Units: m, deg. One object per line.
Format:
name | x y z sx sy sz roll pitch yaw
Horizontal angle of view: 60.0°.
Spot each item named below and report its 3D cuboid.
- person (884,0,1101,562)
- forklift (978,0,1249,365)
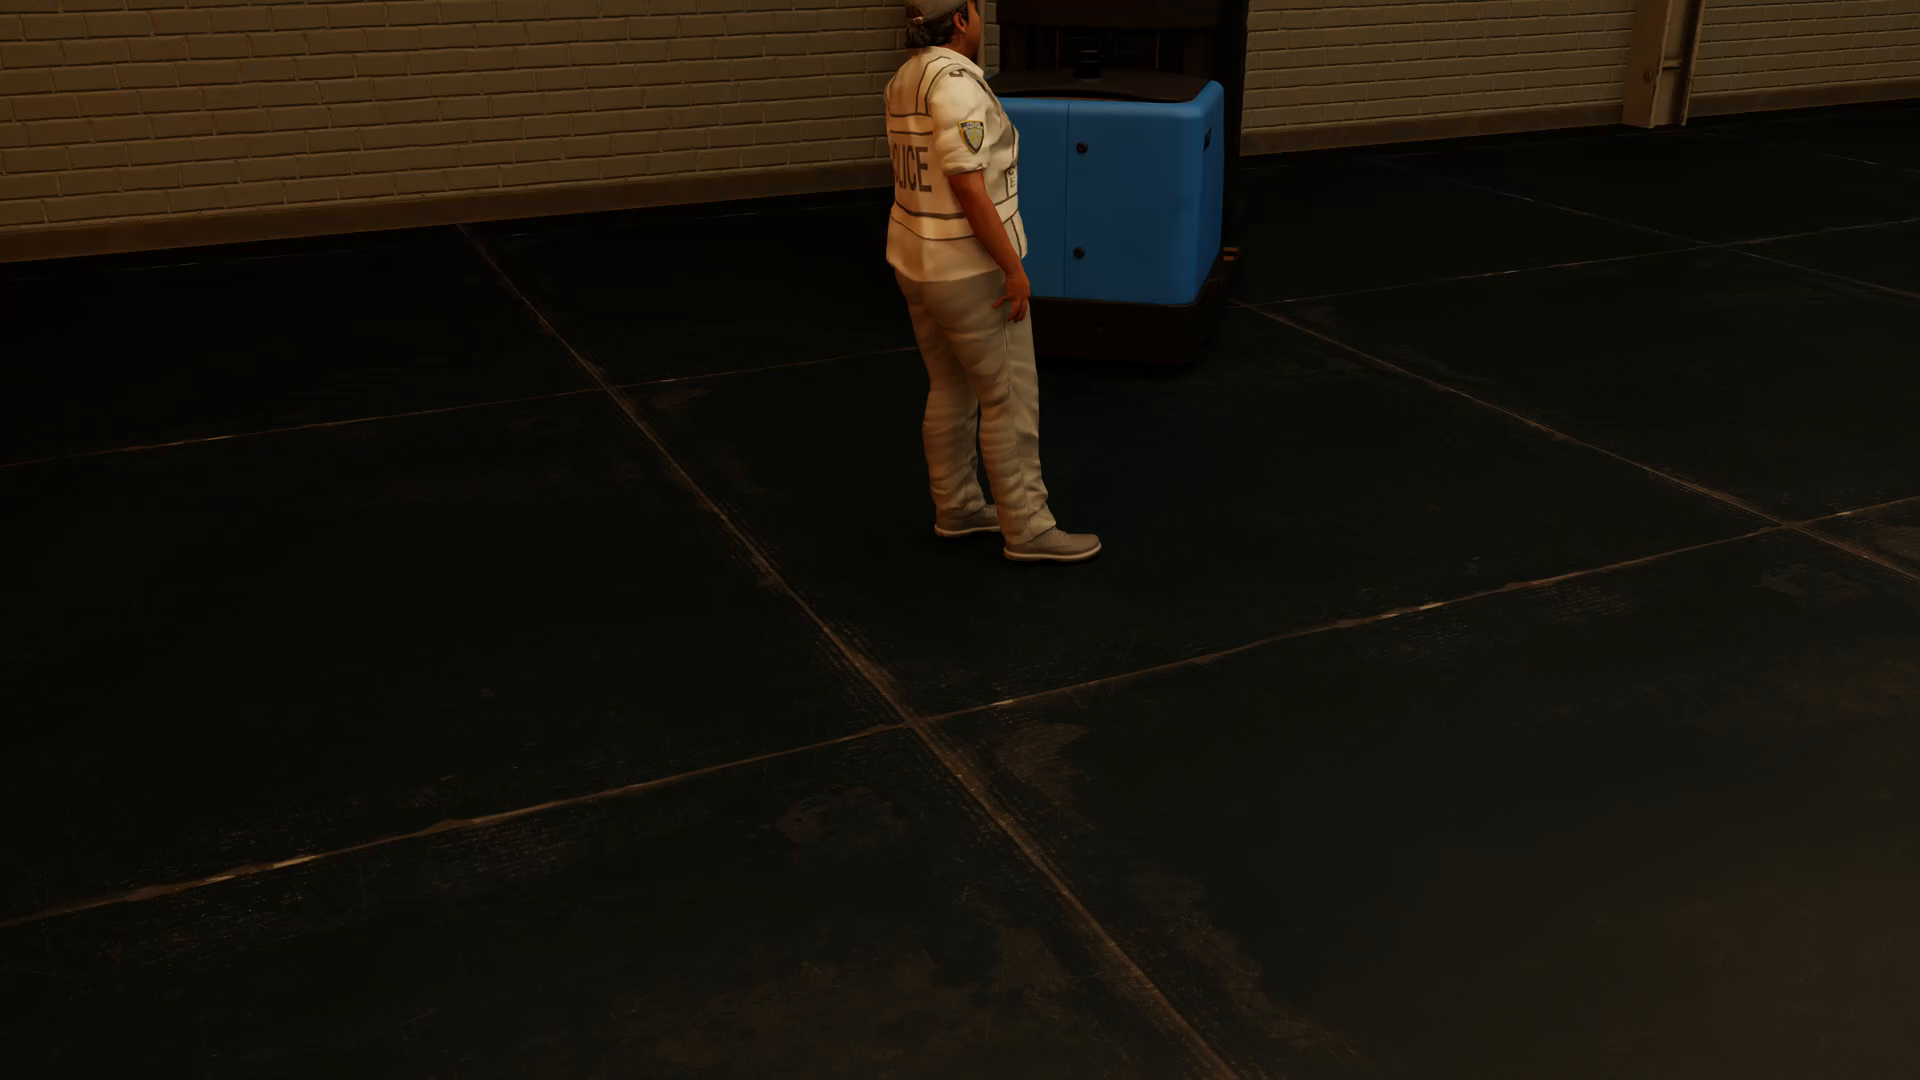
person | 0.079 -0.780 4.795 0.529 1.670 0.598 -10 25 -23
forklift | 0.776 -2.584 7.506 1.130 2.935 3.031 5 23 13
